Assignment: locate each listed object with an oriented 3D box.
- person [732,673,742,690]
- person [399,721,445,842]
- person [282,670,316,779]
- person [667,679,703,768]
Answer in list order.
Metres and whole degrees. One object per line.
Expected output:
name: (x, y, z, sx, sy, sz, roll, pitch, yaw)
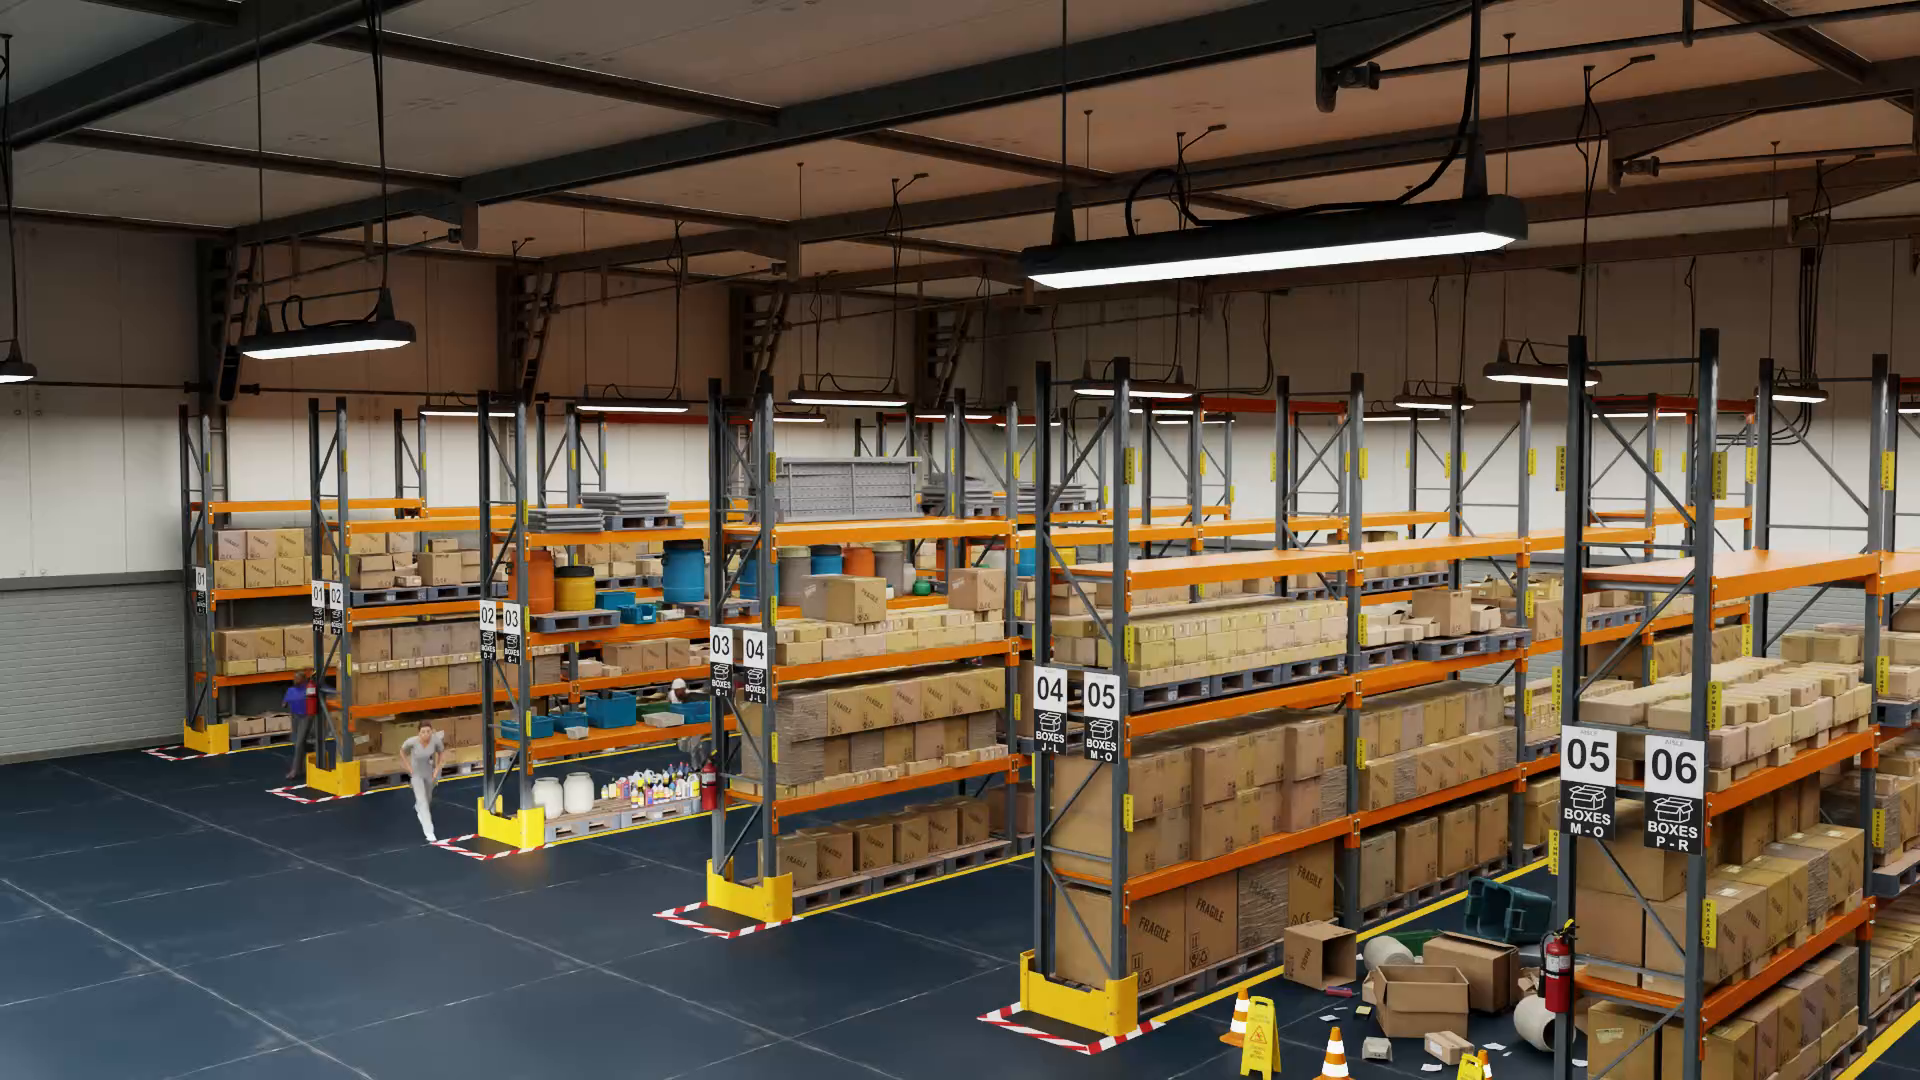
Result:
person: (-4.593, 2.565, 33.900, 0.603, 1.618, 0.640, 2, 4, 35)
person: (-7.267, 3.210, 22.448, 0.581, 1.609, 0.954, -1, 3, -22)
person: (-10.525, 2.910, 26.619, 0.566, 1.663, 0.929, 1, 3, 14)
person: (-4.399, 2.975, 26.676, 0.711, 1.583, 0.871, 1, 3, 20)
